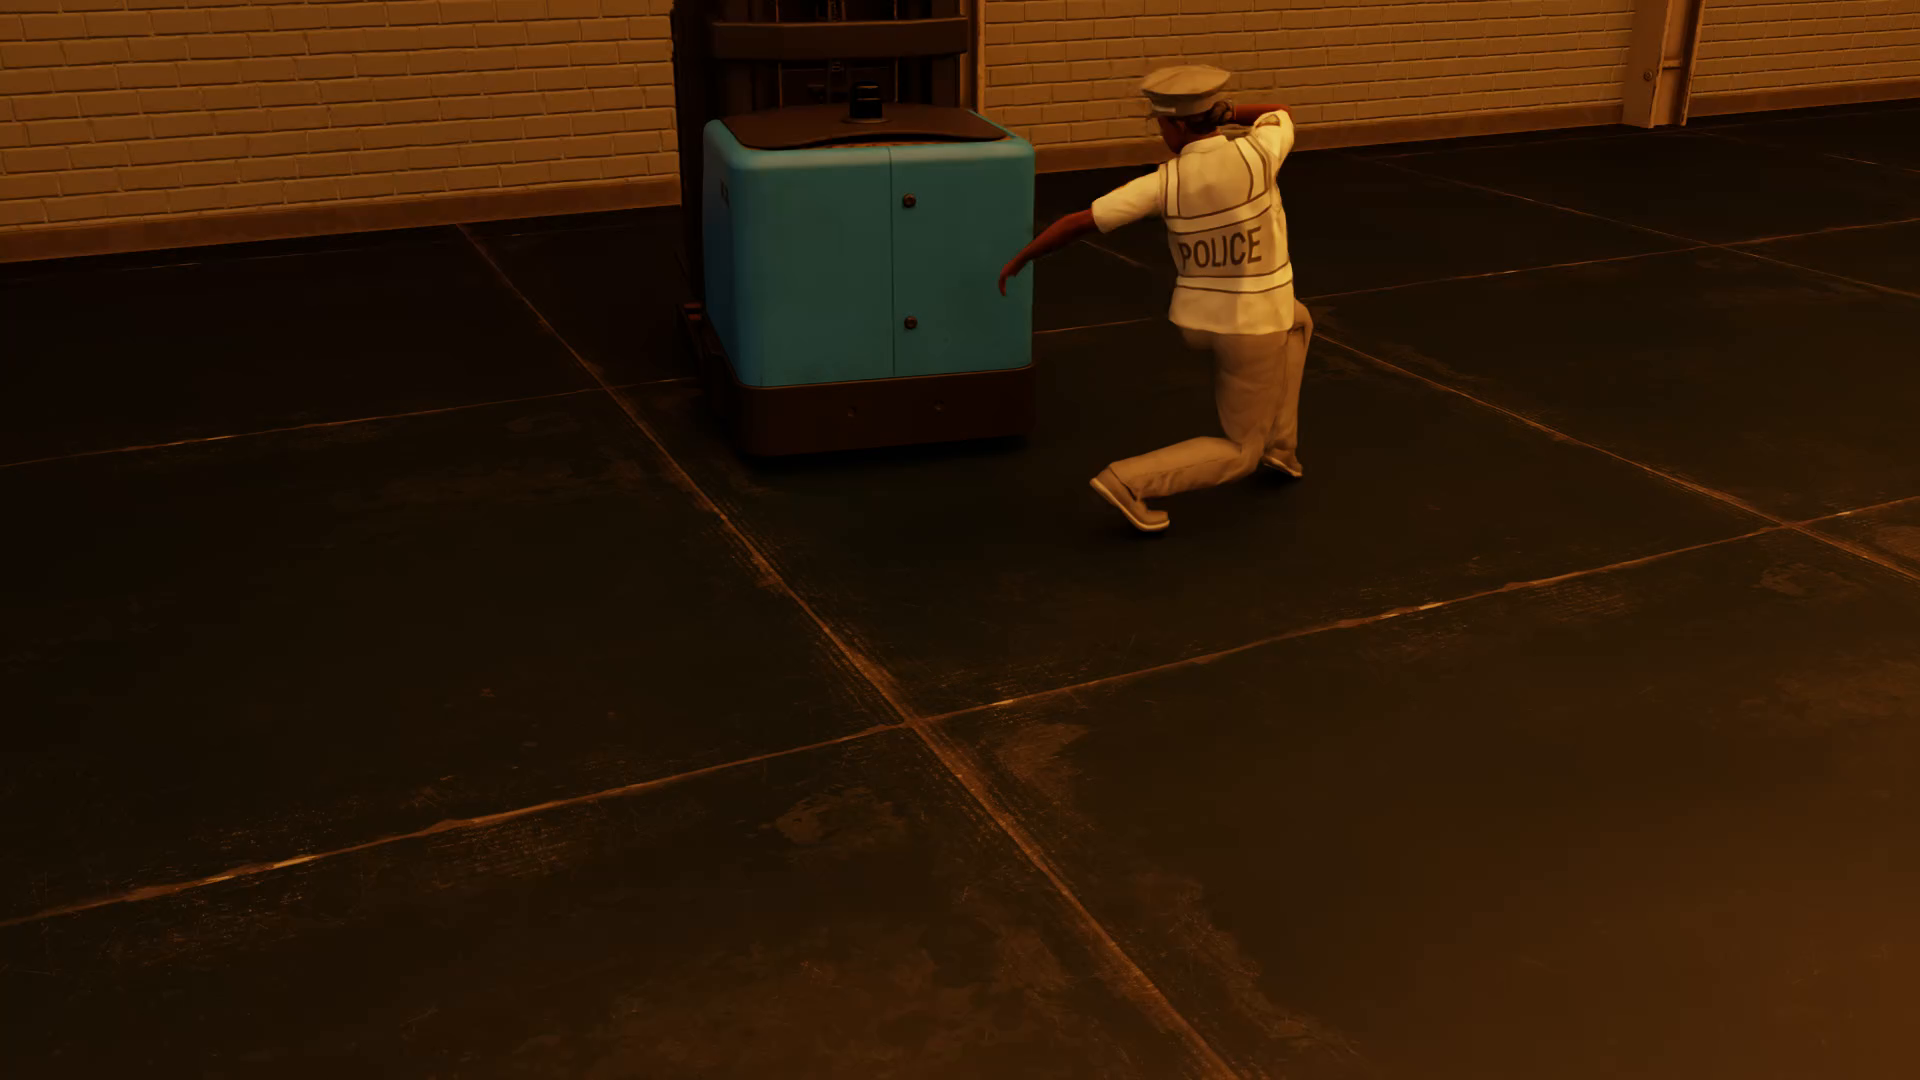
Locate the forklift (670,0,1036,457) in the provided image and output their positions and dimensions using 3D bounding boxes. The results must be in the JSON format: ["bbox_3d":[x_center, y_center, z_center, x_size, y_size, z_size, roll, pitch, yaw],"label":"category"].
[{"bbox_3d":[-0.600,-2.171,6.511,1.130,2.935,3.031,-6,23,-13],"label":"forklift"}]

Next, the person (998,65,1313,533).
[{"bbox_3d":[0.669,-0.788,5.223,0.849,1.383,0.950,19,29,39],"label":"person"}]
